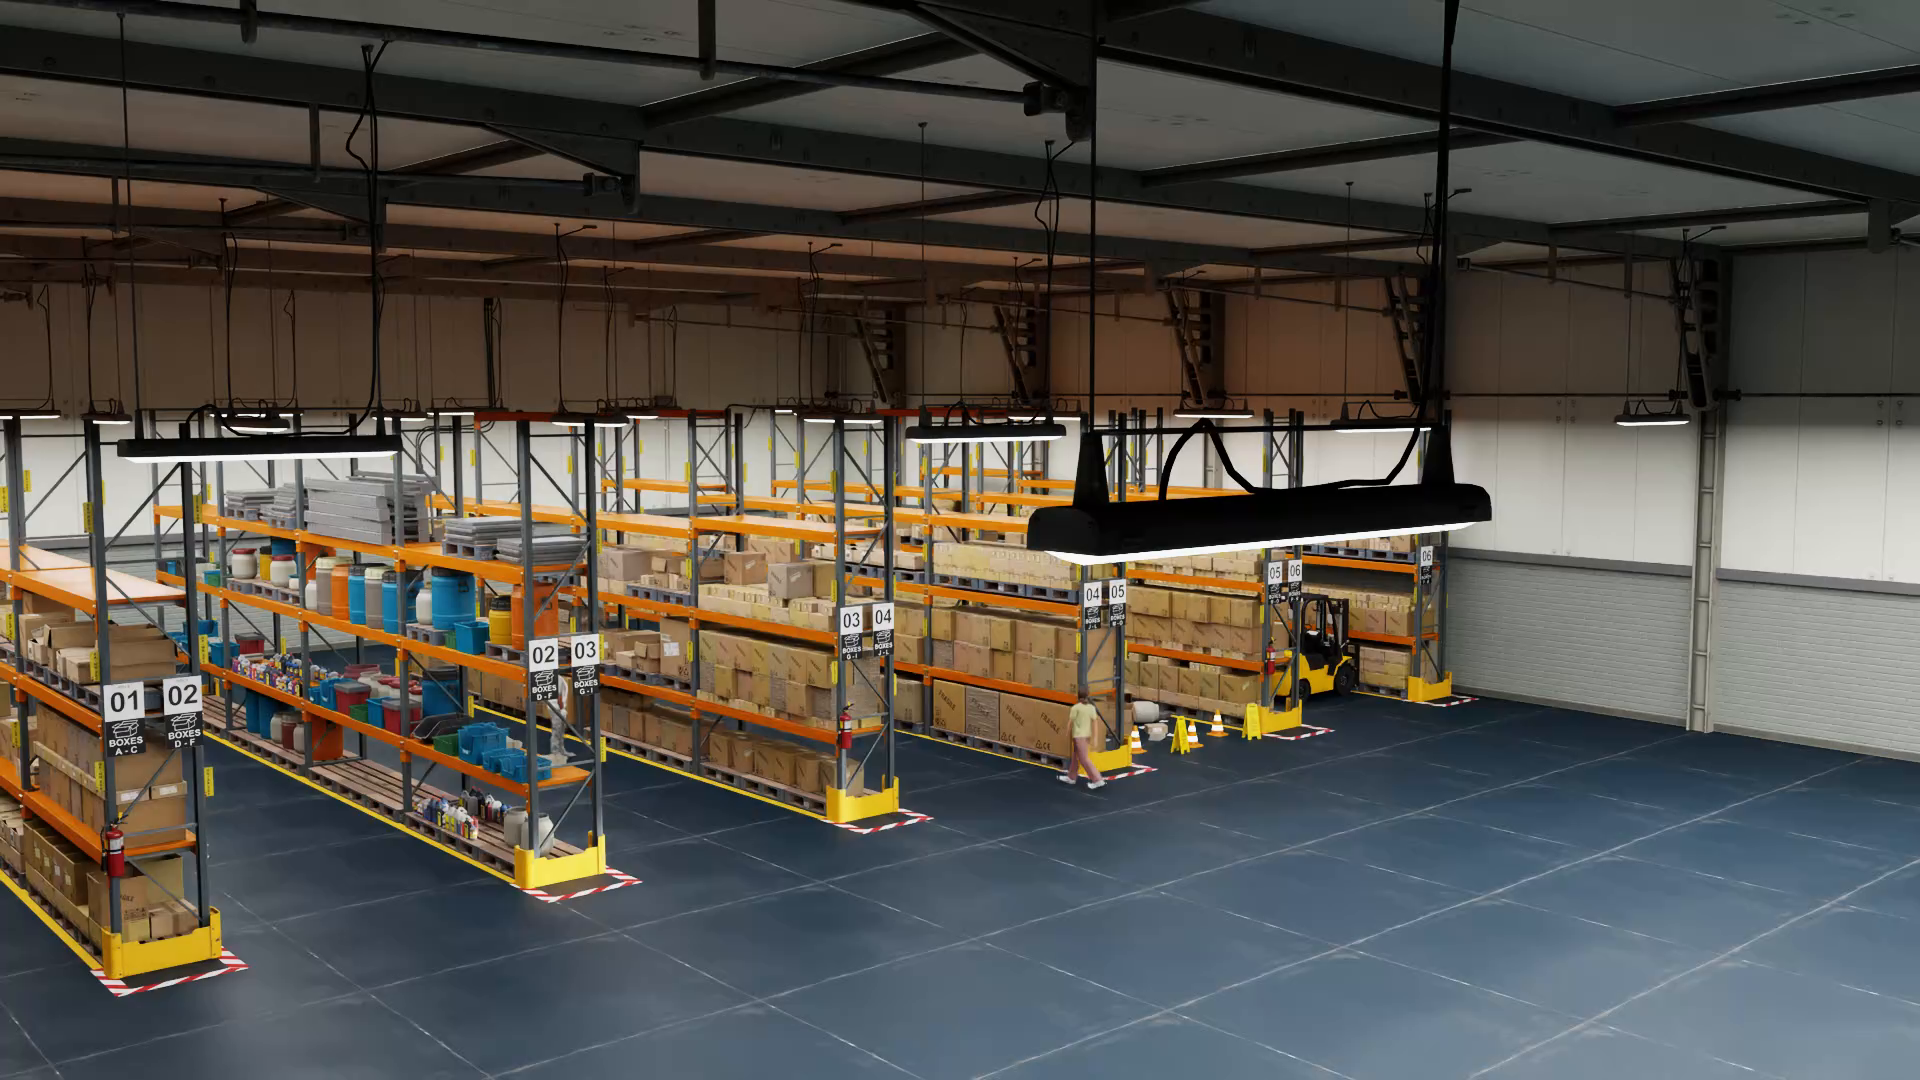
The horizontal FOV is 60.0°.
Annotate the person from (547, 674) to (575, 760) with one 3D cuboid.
[{"bbox_3d":[-6.943,2.917,28.826,0.480,1.787,0.626,-1,5,-10],"label":"person"}]

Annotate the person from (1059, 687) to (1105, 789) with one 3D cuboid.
[{"bbox_3d":[1.952,3.169,26.731,0.414,1.629,1.005,-5,7,-45],"label":"person"}]
